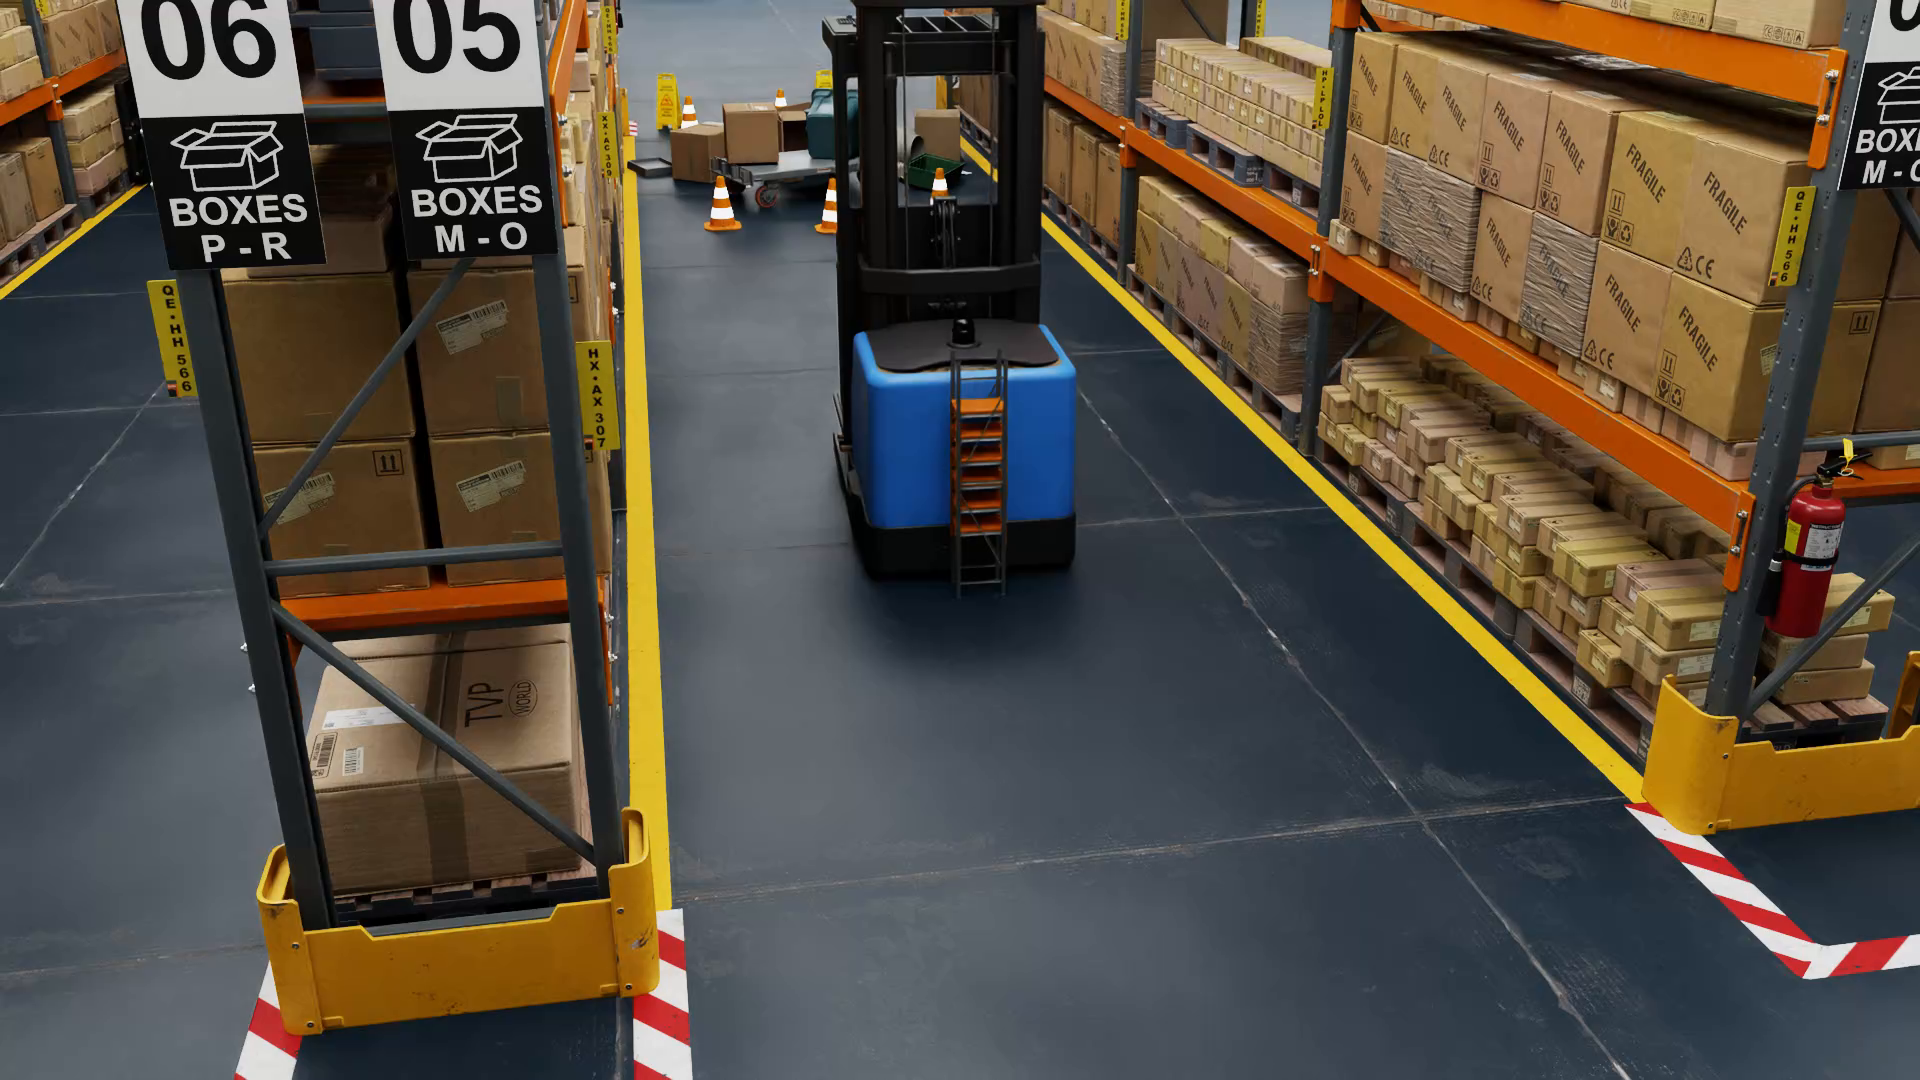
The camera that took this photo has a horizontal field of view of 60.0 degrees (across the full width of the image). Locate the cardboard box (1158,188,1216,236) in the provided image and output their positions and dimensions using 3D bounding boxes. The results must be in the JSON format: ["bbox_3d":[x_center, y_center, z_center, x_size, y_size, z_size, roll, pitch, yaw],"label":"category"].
[{"bbox_3d":[1.767,-2.394,12.146,0.500,0.250,0.500,-5,24,-10],"label":"cardboard box"}]

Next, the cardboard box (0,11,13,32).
[{"bbox_3d":[-8.333,-4.416,14.178,0.380,0.149,0.250,-5,24,-11],"label":"cardboard box"}]

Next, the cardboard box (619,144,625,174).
[{"bbox_3d":[-3.646,-3.844,16.715,0.500,0.250,0.500,-5,24,-12],"label":"cardboard box"}]

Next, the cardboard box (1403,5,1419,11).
[{"bbox_3d":[5.613,-6.345,19.034,0.875,0.500,0.500,-4,24,-10],"label":"cardboard box"}]

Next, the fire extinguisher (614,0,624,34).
[{"bbox_3d":[-4.110,-6.277,19.470,0.296,0.674,0.183,-4,24,-10],"label":"fire extinguisher"}]

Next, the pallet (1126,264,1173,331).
[{"bbox_3d":[1.926,-1.907,12.853,1.003,0.211,1.213,-4,24,-10],"label":"pallet"}]

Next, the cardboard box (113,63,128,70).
[{"bbox_3d":[-9.028,-5.097,18.334,0.500,0.250,0.500,-4,24,-8],"label":"cardboard box"}]

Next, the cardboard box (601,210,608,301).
[{"bbox_3d":[-1.986,-1.395,8.072,0.500,0.500,0.500,-4,24,-9],"label":"cardboard box"}]

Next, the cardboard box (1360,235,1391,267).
[{"bbox_3d":[2.375,-1.572,8.916,0.380,0.149,0.250,-4,24,-8],"label":"cardboard box"}]

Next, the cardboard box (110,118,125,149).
[{"bbox_3d":[-8.642,-4.062,16.589,0.500,0.250,0.500,-5,24,-10],"label":"cardboard box"}]

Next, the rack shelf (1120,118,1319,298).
[{"bbox_3d":[2.153,-2.376,11.341,1.077,0.370,4.000,-4,24,-10],"label":"rack shelf"}]

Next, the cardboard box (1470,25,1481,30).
[{"bbox_3d":[5.608,-5.341,17.545,0.380,0.149,0.250,-4,24,-10],"label":"cardboard box"}]

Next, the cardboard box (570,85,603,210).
[{"bbox_3d":[-1.964,-1.852,7.868,0.500,0.500,0.500,-5,24,-10],"label":"cardboard box"}]

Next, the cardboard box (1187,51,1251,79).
[{"bbox_3d":[1.820,-3.340,11.695,0.380,0.149,0.250,-5,24,-12],"label":"cardboard box"}]

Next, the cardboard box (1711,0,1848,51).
[{"bbox_3d":[2.919,-1.811,5.588,0.500,0.250,0.500,-5,24,-11],"label":"cardboard box"}]

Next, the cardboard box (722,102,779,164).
[{"bbox_3d":[-2.059,-4.005,16.349,0.500,0.500,0.500,-4,24,-10],"label":"cardboard box"}]

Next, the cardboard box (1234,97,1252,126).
[{"bbox_3d":[2.008,-2.793,10.814,0.380,0.149,0.250,-4,24,-10],"label":"cardboard box"}]

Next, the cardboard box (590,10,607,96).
[{"bbox_3d":[-2.607,-3.205,10.967,0.500,0.500,0.500,-4,24,-9],"label":"cardboard box"}]

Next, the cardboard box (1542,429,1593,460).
[{"bbox_3d":[3.158,-0.449,8.325,0.380,0.149,0.250,-5,24,-12],"label":"cardboard box"}]

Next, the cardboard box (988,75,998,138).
[{"bbox_3d":[0.826,-4.891,18.332,0.875,0.875,0.875,-4,24,-9],"label":"cardboard box"}]

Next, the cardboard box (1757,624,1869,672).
[{"bbox_3d":[3.418,0.407,6.736,0.380,0.149,0.250,-3,24,-8],"label":"cardboard box"}]

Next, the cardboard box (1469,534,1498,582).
[{"bbox_3d":[2.651,0.072,7.875,0.380,0.149,0.250,-4,24,-9],"label":"cardboard box"}]

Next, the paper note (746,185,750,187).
[{"bbox_3d":[-2.224,-3.634,17.032,0.148,0.019,0.142,-4,24,-10],"label":"paper note"}]

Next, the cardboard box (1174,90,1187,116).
[{"bbox_3d":[1.768,-3.167,12.043,0.380,0.149,0.250,-3,24,-7],"label":"cardboard box"}]

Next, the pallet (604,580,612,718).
[{"bbox_3d":[-2.030,0.551,7.225,1.003,0.211,1.213,-4,24,-10],"label":"pallet"}]

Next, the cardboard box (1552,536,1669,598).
[{"bbox_3d":[2.753,0.111,7.043,0.380,0.149,0.250,-5,24,-11],"label":"cardboard box"}]

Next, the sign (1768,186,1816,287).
[{"bbox_3d":[2.714,-0.988,5.423,0.100,0.325,0.005,-4,24,-10],"label":"sign"}]

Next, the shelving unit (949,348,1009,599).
[{"bbox_3d":[0.089,-0.306,7.952,0.258,1.200,0.189,-3,24,-8],"label":"shelving unit"}]

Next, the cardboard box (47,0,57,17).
[{"bbox_3d":[-8.529,-4.881,15.242,0.380,0.149,0.250,-4,24,-9],"label":"cardboard box"}]

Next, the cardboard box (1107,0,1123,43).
[{"bbox_3d":[1.615,-4.373,13.640,0.700,0.500,0.500,-5,24,-11],"label":"cardboard box"}]

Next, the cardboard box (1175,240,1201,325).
[{"bbox_3d":[1.859,-1.843,11.821,0.500,0.500,0.500,-5,24,-11],"label":"cardboard box"}]

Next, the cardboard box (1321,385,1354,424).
[{"bbox_3d":[2.276,-0.775,9.443,0.380,0.149,0.250,-3,24,-7],"label":"cardboard box"}]

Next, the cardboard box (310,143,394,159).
[{"bbox_3d":[-2.032,-1.271,5.727,0.380,0.149,0.250,-5,24,-10],"label":"cardboard box"}]

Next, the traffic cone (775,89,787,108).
[{"bbox_3d":[-2.167,-5.213,20.107,0.336,0.463,0.334,-4,24,-10],"label":"traffic cone"}]

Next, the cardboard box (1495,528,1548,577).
[{"bbox_3d":[2.678,0.038,7.580,0.380,0.149,0.250,-4,24,-9],"label":"cardboard box"}]

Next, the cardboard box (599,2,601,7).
[{"bbox_3d":[-3.022,-3.859,12.818,0.500,0.500,0.500,-3,24,-7],"label":"cardboard box"}]

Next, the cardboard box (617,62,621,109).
[{"bbox_3d":[-4.038,-5.008,18.443,0.500,0.500,0.500,-3,24,-8],"label":"cardboard box"}]

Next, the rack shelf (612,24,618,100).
[{"bbox_3d":[-4.172,-5.117,17.616,1.077,0.370,4.000,-4,24,-10],"label":"rack shelf"}]

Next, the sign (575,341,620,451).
[{"bbox_3d":[-1.037,-0.411,4.764,0.100,0.325,0.005,-4,24,-10],"label":"sign"}]

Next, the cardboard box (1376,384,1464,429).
[{"bbox_3d":[2.471,-0.718,8.941,0.380,0.149,0.250,-5,24,-10],"label":"cardboard box"}]

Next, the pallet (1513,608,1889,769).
[{"bbox_3d":[3.133,0.580,7.158,1.003,0.211,1.213,-4,24,-10],"label":"pallet"}]

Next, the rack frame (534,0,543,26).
[{"bbox_3d":[-1.583,-2.689,3.663,1.000,3.000,0.127,-4,24,-10],"label":"rack frame"}]

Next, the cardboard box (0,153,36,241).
[{"bbox_3d":[-8.436,-2.885,14.050,0.875,0.625,0.625,-5,24,-10],"label":"cardboard box"}]

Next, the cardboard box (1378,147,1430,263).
[{"bbox_3d":[2.465,-1.694,8.384,0.500,0.500,0.500,-4,24,-10],"label":"cardboard box"}]

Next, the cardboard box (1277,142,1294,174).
[{"bbox_3d":[2.162,-2.338,10.145,0.380,0.149,0.250,-4,24,-10],"label":"cardboard box"}]

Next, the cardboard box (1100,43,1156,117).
[{"bbox_3d":[1.436,-3.696,13.339,0.500,0.500,0.500,-4,24,-10],"label":"cardboard box"}]

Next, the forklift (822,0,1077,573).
[{"bbox_3d":[-0.146,-1.738,9.067,1.130,2.935,3.031,-3,24,-8],"label":"forklift"}]

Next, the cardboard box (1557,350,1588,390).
[{"bbox_3d":[2.764,-0.741,7.012,0.380,0.149,0.250,-5,24,-12],"label":"cardboard box"}]

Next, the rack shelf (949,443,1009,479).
[{"bbox_3d":[0.089,-0.375,7.922,0.258,0.103,0.180,-3,24,-8],"label":"rack shelf"}]

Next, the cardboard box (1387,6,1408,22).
[{"bbox_3d":[5.198,-6.124,19.339,0.380,0.149,0.250,-4,24,-10],"label":"cardboard box"}]

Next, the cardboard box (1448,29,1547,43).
[{"bbox_3d":[2.876,-2.395,8.739,0.500,0.500,0.500,-5,24,-12],"label":"cardboard box"}]

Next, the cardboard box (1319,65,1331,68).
[{"bbox_3d":[2.609,-3.072,11.083,0.380,0.149,0.250,-4,24,-8],"label":"cardboard box"}]

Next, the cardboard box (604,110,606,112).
[{"bbox_3d":[-2.414,-2.470,10.219,0.500,0.250,0.500,-5,24,-11],"label":"cardboard box"}]

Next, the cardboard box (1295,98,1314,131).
[{"bbox_3d":[2.206,-2.518,9.814,0.380,0.149,0.250,-5,24,-11],"label":"cardboard box"}]

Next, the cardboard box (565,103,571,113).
[{"bbox_3d":[-1.719,-1.614,6.512,0.380,0.149,0.250,-4,24,-10],"label":"cardboard box"}]

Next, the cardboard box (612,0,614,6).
[{"bbox_3d":[-4.083,-6.025,18.300,0.500,0.500,0.500,-4,24,-10],"label":"cardboard box"}]
